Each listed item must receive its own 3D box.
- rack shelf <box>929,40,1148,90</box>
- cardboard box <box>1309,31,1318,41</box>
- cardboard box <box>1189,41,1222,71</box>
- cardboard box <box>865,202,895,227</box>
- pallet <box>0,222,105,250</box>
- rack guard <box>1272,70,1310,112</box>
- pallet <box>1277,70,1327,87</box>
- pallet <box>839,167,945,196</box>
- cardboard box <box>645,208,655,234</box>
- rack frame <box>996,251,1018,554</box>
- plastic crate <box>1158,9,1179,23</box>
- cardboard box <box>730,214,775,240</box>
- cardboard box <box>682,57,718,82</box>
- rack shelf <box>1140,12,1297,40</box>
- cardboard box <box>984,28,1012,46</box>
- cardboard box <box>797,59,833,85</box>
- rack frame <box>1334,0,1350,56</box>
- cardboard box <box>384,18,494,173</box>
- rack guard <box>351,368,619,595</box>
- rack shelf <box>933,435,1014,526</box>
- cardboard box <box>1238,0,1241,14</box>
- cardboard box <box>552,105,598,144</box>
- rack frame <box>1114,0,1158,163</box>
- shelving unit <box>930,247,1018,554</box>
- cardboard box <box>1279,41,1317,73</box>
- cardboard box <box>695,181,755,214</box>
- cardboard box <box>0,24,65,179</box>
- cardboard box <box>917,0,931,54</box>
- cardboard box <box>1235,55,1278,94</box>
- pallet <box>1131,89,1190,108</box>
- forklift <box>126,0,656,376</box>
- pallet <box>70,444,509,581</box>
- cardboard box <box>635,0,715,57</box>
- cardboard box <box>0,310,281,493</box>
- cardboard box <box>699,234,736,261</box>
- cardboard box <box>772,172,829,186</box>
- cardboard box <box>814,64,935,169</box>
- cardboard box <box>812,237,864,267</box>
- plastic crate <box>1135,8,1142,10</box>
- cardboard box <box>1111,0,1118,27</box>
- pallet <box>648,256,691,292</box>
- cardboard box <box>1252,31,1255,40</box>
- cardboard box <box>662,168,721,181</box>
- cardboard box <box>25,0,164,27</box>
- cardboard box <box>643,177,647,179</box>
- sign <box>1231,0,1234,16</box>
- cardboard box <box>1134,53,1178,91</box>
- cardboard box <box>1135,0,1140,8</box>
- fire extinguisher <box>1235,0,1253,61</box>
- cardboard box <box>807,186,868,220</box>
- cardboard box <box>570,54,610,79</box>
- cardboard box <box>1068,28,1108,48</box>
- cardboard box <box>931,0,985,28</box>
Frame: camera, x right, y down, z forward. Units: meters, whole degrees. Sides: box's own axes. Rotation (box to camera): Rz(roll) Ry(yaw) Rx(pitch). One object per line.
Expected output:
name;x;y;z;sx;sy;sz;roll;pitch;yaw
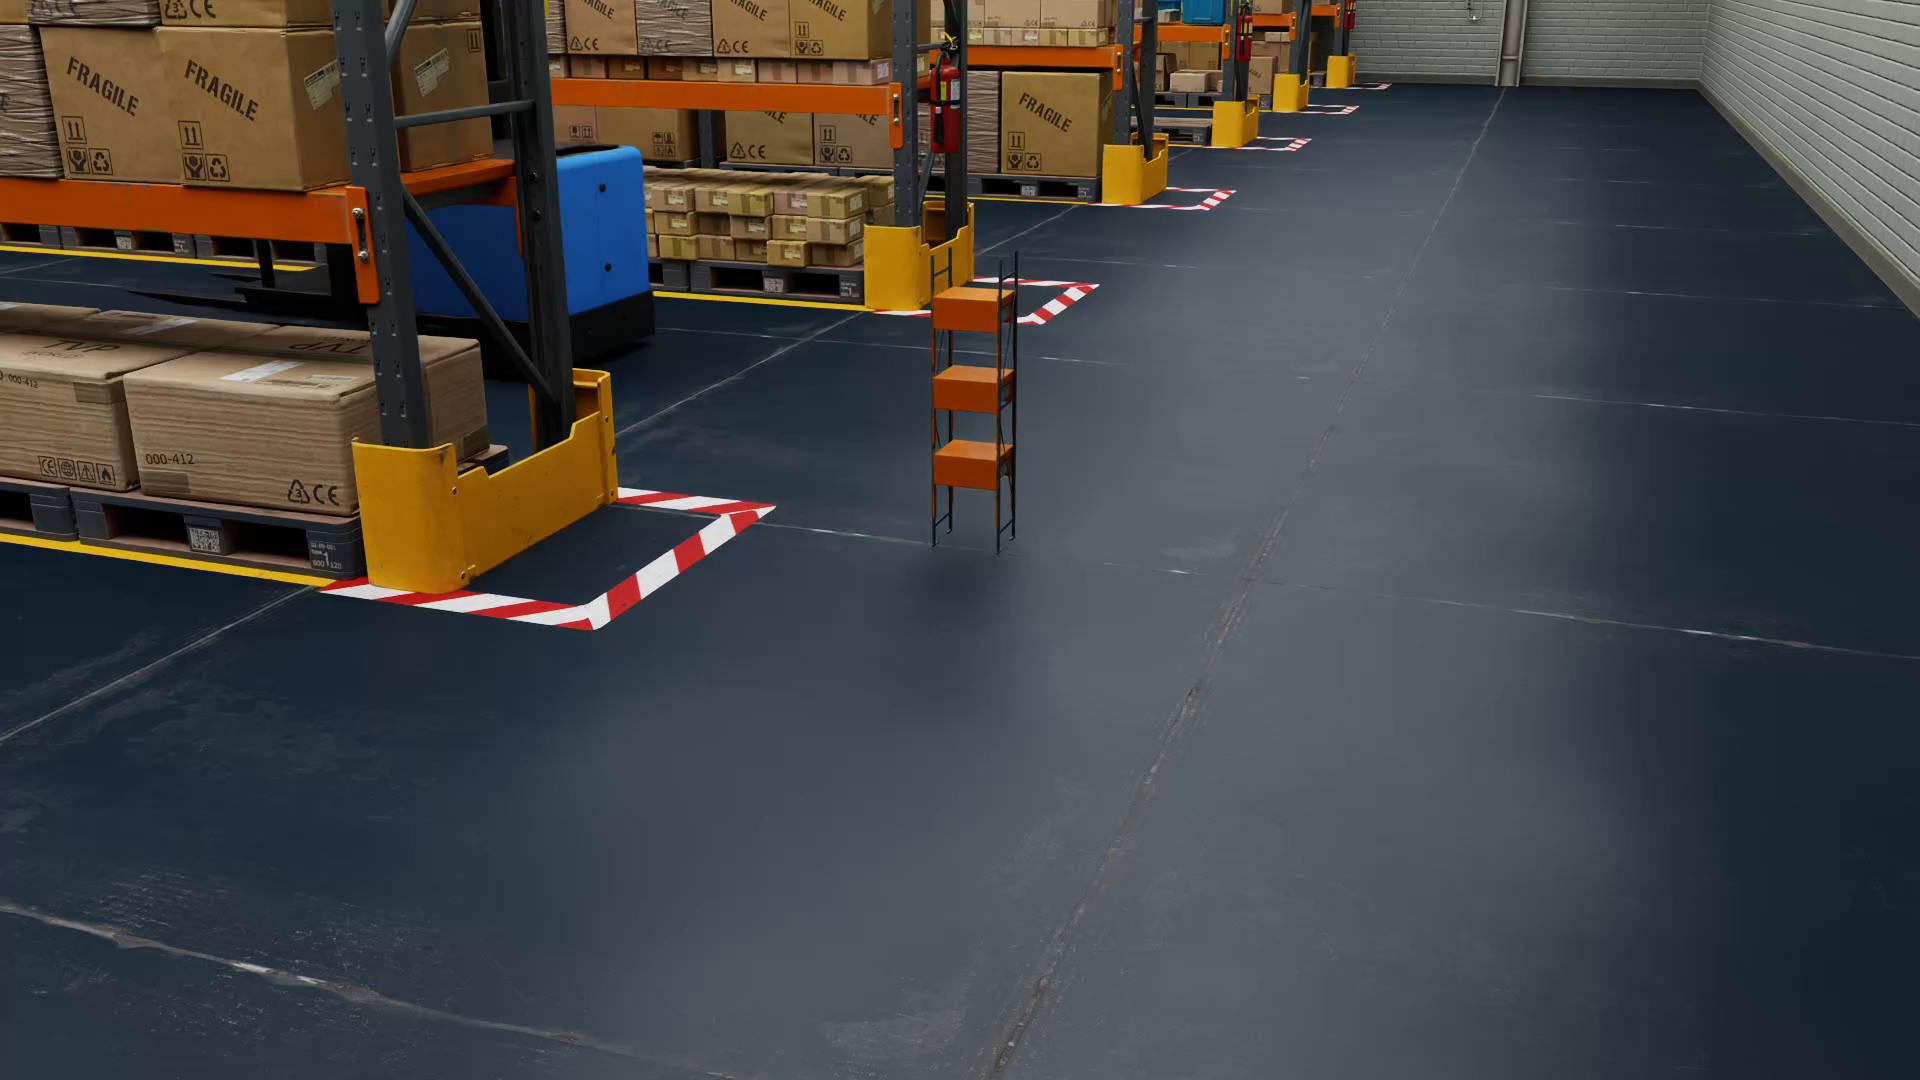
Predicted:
rack shelf;-0.339;-4.389;15.202;4.000;0.370;1.077;7;20;18
cardboard box;5.916;-8.550;28.222;0.250;0.149;0.380;7;20;18
cardboard box;4.278;-8.359;28.658;0.500;0.500;0.700;7;20;19
cardboard box;-0.584;-2.110;10.814;0.250;0.149;0.380;7;21;20
pallet;-6.993;-2.444;12.766;1.213;0.211;1.003;7;20;18
rack guard;4.732;-6.420;23.734;0.348;0.500;1.175;7;20;18
pallet;5.645;-7.878;28.356;1.213;0.211;1.003;7;20;18
pallet;-0.380;-3.390;15.481;1.213;0.211;1.003;7;20;18
cardboard box;-1.986;-2.083;10.736;0.250;0.149;0.380;8;21;21
rack frame;0.166;-0.477;5.849;0.008;1.050;0.200;7;20;18
plastic crate;2.345;-5.988;19.007;0.243;0.136;0.396;7;20;18
cardboard box;-1.257;-1.997;10.491;0.250;0.149;0.380;6;20;16
cardboard box;-1.526;-2.929;10.302;0.250;0.149;0.380;6;20;16
rack shelf;2.915;-7.468;24.037;4.000;0.370;1.077;7;20;18
cardboard box;0.386;-4.412;14.558;0.250;0.149;0.380;7;20;19
cardboard box;-0.797;-2.848;10.072;0.250;0.149;0.380;6;20;18
rack frame;6.426;-9.133;27.719;0.127;3.000;1.000;7;20;18
cardboard box;-2.062;-1.619;6.013;0.500;0.500;0.500;6;20;18
rack guard;-1.680;-0.248;6.028;0.348;0.500;1.175;7;20;18
rack shelf;0.051;-0.218;5.982;0.240;0.259;0.215;7;20;18
cardboard box;3.801;-7.658;23.336;0.500;0.500;0.500;7;20;19
cardboard box;-3.684;-4.298;16.441;0.875;0.875;1.225;6;20;16
rack frame;1.550;-4.512;14.464;0.127;3.000;1.000;7;20;18
shelving unit;0.051;-0.490;5.887;0.252;1.050;0.215;7;20;18
cardboard box;5.732;-8.195;28.189;0.500;0.500;0.700;7;20;18
cardboard box;-1.485;-2.174;10.544;0.250;0.149;0.380;6;20;16
cardboard box;-3.203;-1.559;5.841;0.500;0.500;0.500;7;20;20
cardboard box;-0.507;-3.303;10.391;0.500;0.500;0.500;8;21;21
cardboard box;4.210;-6.602;23.587;0.500;0.500;0.500;7;20;18
pallet;2.830;-6.501;24.407;1.213;0.211;1.003;7;20;18
forklift;-3.234;-2.503;8.804;3.031;2.935;1.130;8;21;22
pallet;-2.483;-0.176;6.261;1.213;0.211;1.003;7;20;18
cardboard box;-1.649;-3.246;10.228;0.500;0.500;0.500;7;20;18
cardboard box;-3.226;-0.556;6.368;0.875;0.438;0.875;7;20;20
cardboard box;-1.474;-1.899;10.661;0.250;0.149;0.380;7;20;19
cardboard box;-1.053;-2.336;11.009;0.250;0.149;0.380;6;20;18
cardboard box;-0.781;-3.946;15.429;0.875;0.875;0.875;7;20;18
cardboard box;-0.739;-1.825;10.448;0.250;0.149;0.380;7;20;19
plastic crate;2.133;-6.219;19.669;0.298;0.136;0.250;7;20;18
cardboard box;1.185;-4.718;14.829;0.500;0.250;0.500;6;20;17
pallet;-2.150;-1.904;11.217;1.213;0.211;1.003;7;20;18
cardboard box;4.960;-8.659;28.534;0.250;0.149;0.380;7;20;19
cardboard box;-1.806;-2.412;11.229;0.250;0.149;0.380;7;20;19
cardboard box;-2.739;-1.976;5.516;0.500;0.500;0.500;7;20;18
cardboard box;-2.227;-2.268;10.814;0.250;0.149;0.380;7;20;18
sign;3.010;-5.957;18.359;0.005;0.325;0.100;7;20;18
cardboard box;2.802;-6.852;24.299;0.637;0.503;0.797;7;20;18
cardboard box;2.374;-7.822;23.808;0.500;0.500;0.500;6;20;18
fire extinguisher;3.169;-5.682;18.504;0.183;0.674;0.296;7;20;18
cardboard box;-0.757;-2.092;10.311;0.250;0.149;0.380;7;20;19
cardboard box;-2.263;-3.020;10.566;0.250;0.149;0.380;7;21;20
cardboard box;1.105;-4.330;14.322;0.250;0.149;0.380;7;20;19
cardboard box;0.045;-4.662;14.668;0.500;0.250;0.500;6;20;16
